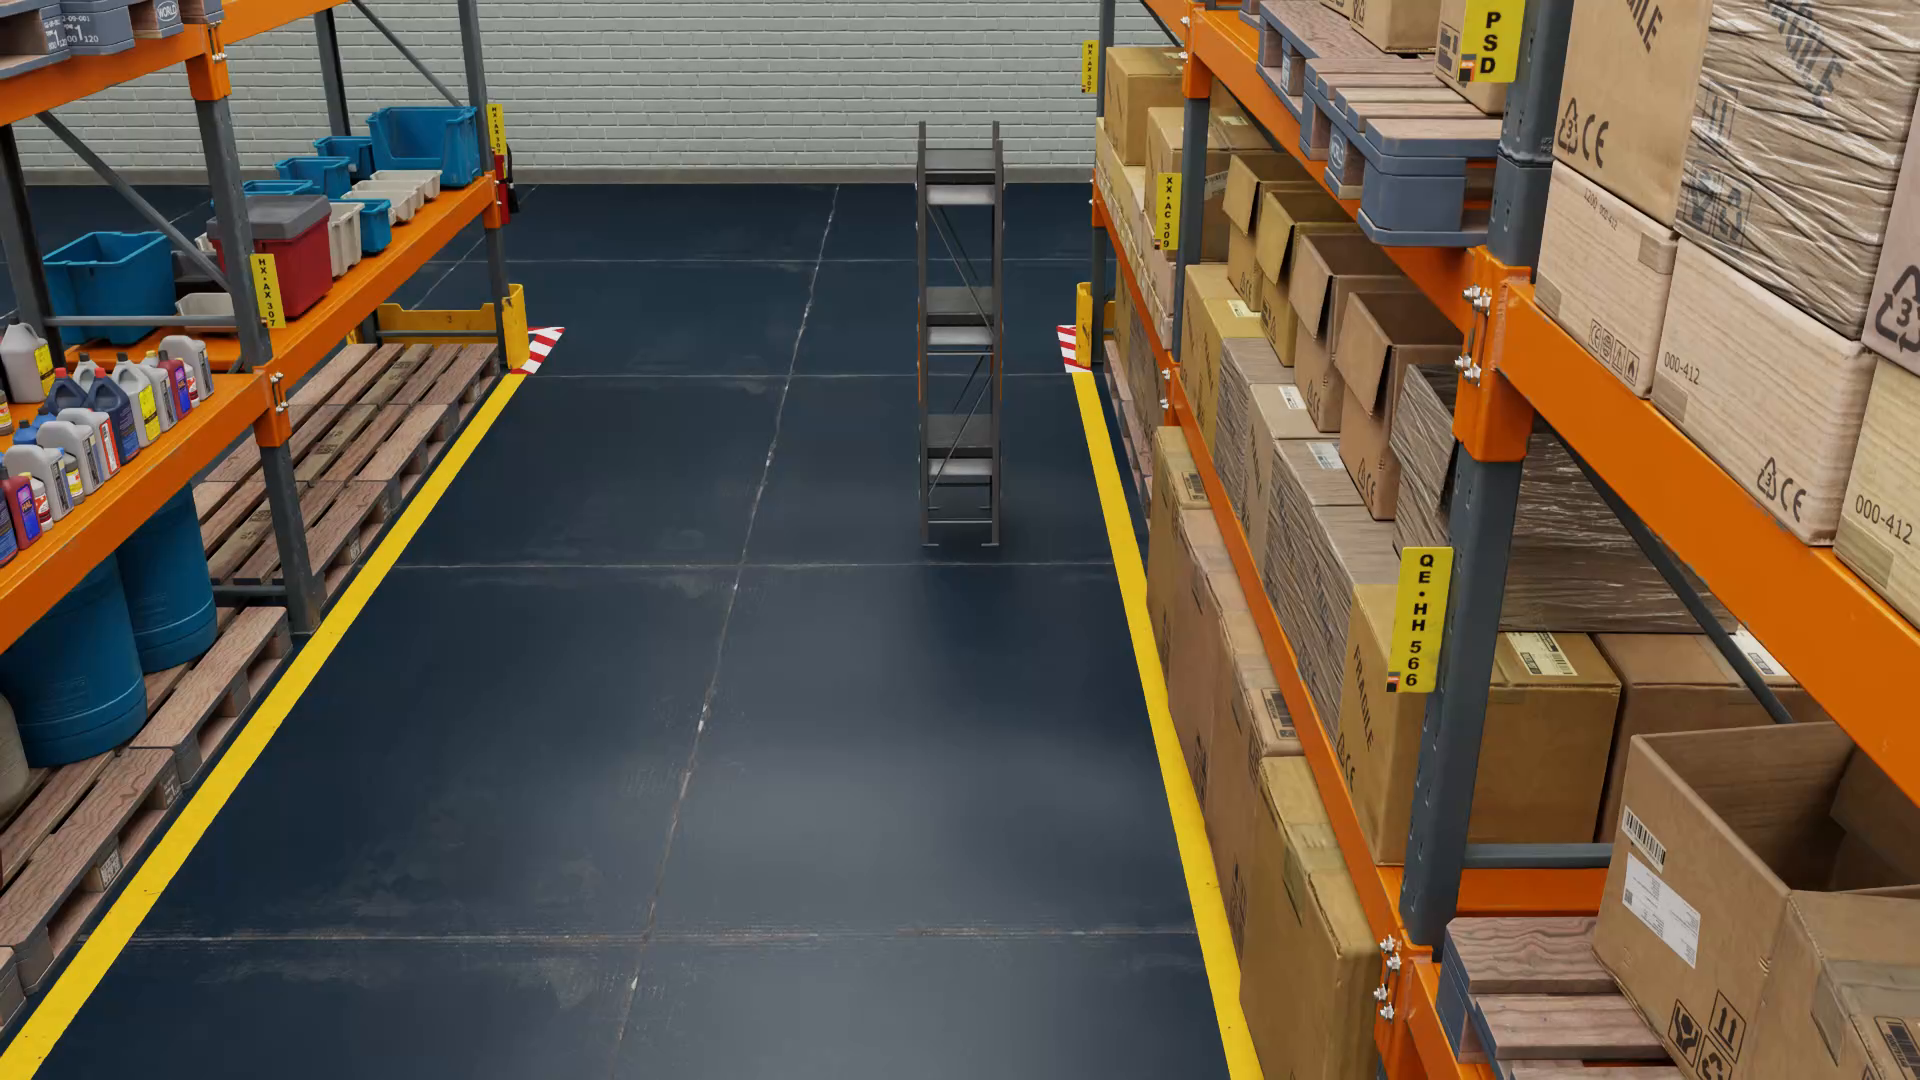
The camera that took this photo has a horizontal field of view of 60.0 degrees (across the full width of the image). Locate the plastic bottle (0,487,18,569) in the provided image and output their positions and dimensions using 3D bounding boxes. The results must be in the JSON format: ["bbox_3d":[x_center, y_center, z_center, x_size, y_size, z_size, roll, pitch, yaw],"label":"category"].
[{"bbox_3d":[-3.169,-0.085,5.358,0.144,0.351,0.185,0,24,-1],"label":"plastic bottle"}]

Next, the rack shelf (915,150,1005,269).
[{"bbox_3d":[-0.002,-1.650,8.185,0.431,0.518,0.480,0,24,-1],"label":"rack shelf"}]

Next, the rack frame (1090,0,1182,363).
[{"bbox_3d":[1.390,-2.609,10.879,1.000,3.000,0.127,0,24,-1],"label":"rack frame"}]

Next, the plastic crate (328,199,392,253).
[{"bbox_3d":[-3.284,-1.693,8.984,0.416,0.233,0.300,0,24,-1],"label":"plastic crate"}]

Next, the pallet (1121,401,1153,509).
[{"bbox_3d":[1.488,-0.508,9.617,1.003,0.211,1.213,0,24,-1],"label":"pallet"}]

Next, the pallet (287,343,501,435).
[{"bbox_3d":[-3.592,-0.976,10.653,1.003,0.211,1.213,0,24,-1],"label":"pallet"}]

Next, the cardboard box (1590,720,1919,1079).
[{"bbox_3d":[1.524,0.673,2.992,0.500,0.500,0.500,-3,25,-7],"label":"cardboard box"}]

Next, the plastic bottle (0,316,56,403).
[{"bbox_3d":[-3.838,-0.753,6.835,0.144,0.351,0.185,0,24,-1],"label":"plastic bottle"}]

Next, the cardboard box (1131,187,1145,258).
[{"bbox_3d":[1.153,-1.633,8.541,0.500,0.250,0.500,0,24,1],"label":"cardboard box"}]

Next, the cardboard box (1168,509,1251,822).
[{"bbox_3d":[1.472,0.448,6.189,1.225,0.875,0.875,-1,24,-2],"label":"cardboard box"}]

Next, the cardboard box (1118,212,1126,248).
[{"bbox_3d":[1.082,-1.713,9.203,0.380,0.149,0.250,-1,24,-2],"label":"cardboard box"}]

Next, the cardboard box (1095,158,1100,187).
[{"bbox_3d":[1.064,-2.347,10.604,0.380,0.149,0.250,0,24,0],"label":"cardboard box"}]

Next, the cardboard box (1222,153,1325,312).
[{"bbox_3d":[1.449,-1.200,6.426,0.797,0.503,0.637,-1,24,-2],"label":"cardboard box"}]

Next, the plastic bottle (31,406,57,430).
[{"bbox_3d":[-3.306,-0.353,6.046,0.097,0.271,0.097,0,24,0],"label":"plastic bottle"}]

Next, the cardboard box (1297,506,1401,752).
[{"bbox_3d":[1.225,0.234,4.471,0.500,0.500,0.500,0,24,-1],"label":"cardboard box"}]

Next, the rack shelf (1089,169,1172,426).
[{"bbox_3d":[1.412,-1.457,9.205,1.077,0.370,4.000,0,24,-1],"label":"rack shelf"}]

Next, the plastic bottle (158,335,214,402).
[{"bbox_3d":[-3.191,-0.721,6.855,0.152,0.276,0.135,0,24,-1],"label":"plastic bottle"}]

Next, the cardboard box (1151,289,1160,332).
[{"bbox_3d":[1.100,-1.077,7.796,0.380,0.149,0.250,0,24,0],"label":"cardboard box"}]

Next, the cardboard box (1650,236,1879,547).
[{"bbox_3d":[1.233,-0.205,2.105,0.500,0.250,0.500,0,24,1],"label":"cardboard box"}]

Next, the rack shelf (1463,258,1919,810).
[{"bbox_3d":[1.499,0.472,1.298,1.077,0.370,4.000,0,24,-1],"label":"rack shelf"}]

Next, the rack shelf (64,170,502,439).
[{"bbox_3d":[-3.540,-1.435,9.156,1.077,0.370,4.000,0,24,-1],"label":"rack shelf"}]

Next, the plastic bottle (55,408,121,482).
[{"bbox_3d":[-3.182,-0.363,6.063,0.152,0.276,0.135,0,24,-1],"label":"plastic bottle"}]

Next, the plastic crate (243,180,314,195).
[{"bbox_3d":[-3.874,-1.892,9.424,0.416,0.233,0.300,0,24,-1],"label":"plastic crate"}]

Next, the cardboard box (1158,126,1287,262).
[{"bbox_3d":[1.162,-1.558,7.466,0.500,0.500,0.500,0,24,1],"label":"cardboard box"}]

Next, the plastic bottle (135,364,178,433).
[{"bbox_3d":[-3.187,-0.571,6.522,0.152,0.276,0.135,0,24,-1],"label":"plastic bottle"}]

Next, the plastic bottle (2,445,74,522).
[{"bbox_3d":[-3.178,-0.212,5.729,0.152,0.276,0.135,0,24,-1],"label":"plastic bottle"}]

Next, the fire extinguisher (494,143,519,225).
[{"bbox_3d":[-3.110,-2.446,11.065,0.296,0.674,0.183,0,24,-1],"label":"fire extinguisher"}]

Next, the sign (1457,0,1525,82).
[{"bbox_3d":[0.923,-0.952,2.851,0.100,0.325,0.005,0,24,-1],"label":"sign"}]

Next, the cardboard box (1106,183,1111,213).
[{"bbox_3d":[1.076,-2.028,9.900,0.380,0.149,0.250,-1,24,-1],"label":"cardboard box"}]

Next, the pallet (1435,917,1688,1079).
[{"bbox_3d":[1.592,1.068,2.982,1.213,0.211,1.003,0,24,-1],"label":"pallet"}]

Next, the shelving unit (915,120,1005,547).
[{"bbox_3d":[-0.002,-1.025,8.468,0.431,2.100,0.503,0,24,-1],"label":"shelving unit"}]

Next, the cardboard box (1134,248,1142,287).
[{"bbox_3d":[1.091,-1.395,8.499,0.380,0.149,0.250,0,24,0],"label":"cardboard box"}]

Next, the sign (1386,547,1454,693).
[{"bbox_3d":[0.923,0.164,3.343,0.100,0.325,0.005,0,24,-1],"label":"sign"}]

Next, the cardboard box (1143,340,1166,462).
[{"bbox_3d":[1.497,-0.827,9.008,0.875,0.875,0.875,0,24,-1],"label":"cardboard box"}]

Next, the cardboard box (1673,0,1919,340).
[{"bbox_3d":[1.227,-0.549,1.956,0.500,0.500,0.500,0,24,0],"label":"cardboard box"}]

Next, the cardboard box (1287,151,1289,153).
[{"bbox_3d":[1.684,-1.568,7.489,0.500,0.500,0.500,0,24,-1],"label":"cardboard box"}]

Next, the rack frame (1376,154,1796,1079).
[{"bbox_3d":[1.478,0.687,3.591,1.000,3.000,0.127,0,24,-1],"label":"rack frame"}]

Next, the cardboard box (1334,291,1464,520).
[{"bbox_3d":[1.482,-0.385,4.623,0.797,0.503,0.637,0,24,1],"label":"cardboard box"}]

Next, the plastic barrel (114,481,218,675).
[{"bbox_3d":[-3.530,0.050,7.036,0.600,0.901,0.708,0,24,-1],"label":"plastic barrel"}]

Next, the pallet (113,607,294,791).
[{"bbox_3d":[-3.552,0.650,7.057,1.003,0.211,1.213,0,24,-1],"label":"pallet"}]

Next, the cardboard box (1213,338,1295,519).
[{"bbox_3d":[1.200,-0.403,5.879,0.500,0.500,0.500,-1,24,-2],"label":"cardboard box"}]

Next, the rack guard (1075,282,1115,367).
[{"bbox_3d":[1.390,-1.480,11.416,1.175,0.500,0.348,0,24,-1],"label":"rack guard"}]

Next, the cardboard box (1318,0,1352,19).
[{"bbox_3d":[1.434,-1.760,4.726,0.797,0.503,0.637,-1,24,-1],"label":"cardboard box"}]

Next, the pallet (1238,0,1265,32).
[{"bbox_3d":[1.493,-1.863,5.821,0.805,0.209,1.217,-1,24,-3],"label":"pallet"}]

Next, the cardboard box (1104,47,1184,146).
[{"bbox_3d":[1.131,-2.613,9.799,0.500,0.500,0.500,-1,24,-2],"label":"cardboard box"}]

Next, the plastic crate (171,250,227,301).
[{"bbox_3d":[-3.799,-1.301,8.247,0.437,0.125,0.590,0,24,-1],"label":"plastic crate"}]

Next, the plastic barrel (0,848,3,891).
[{"bbox_3d":[-3.510,0.950,5.426,0.600,0.588,0.708,0,24,-1],"label":"plastic barrel"}]

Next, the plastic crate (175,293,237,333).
[{"bbox_3d":[-3.381,-1.038,7.653,0.396,0.136,0.243,0,24,-1],"label":"plastic crate"}]

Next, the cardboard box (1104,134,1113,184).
[{"bbox_3d":[1.138,-2.263,9.935,0.500,0.250,0.500,-1,24,-1],"label":"cardboard box"}]

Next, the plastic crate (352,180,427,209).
[{"bbox_3d":[-3.384,-2.040,9.867,0.396,0.136,0.243,0,24,-1],"label":"plastic crate"}]
